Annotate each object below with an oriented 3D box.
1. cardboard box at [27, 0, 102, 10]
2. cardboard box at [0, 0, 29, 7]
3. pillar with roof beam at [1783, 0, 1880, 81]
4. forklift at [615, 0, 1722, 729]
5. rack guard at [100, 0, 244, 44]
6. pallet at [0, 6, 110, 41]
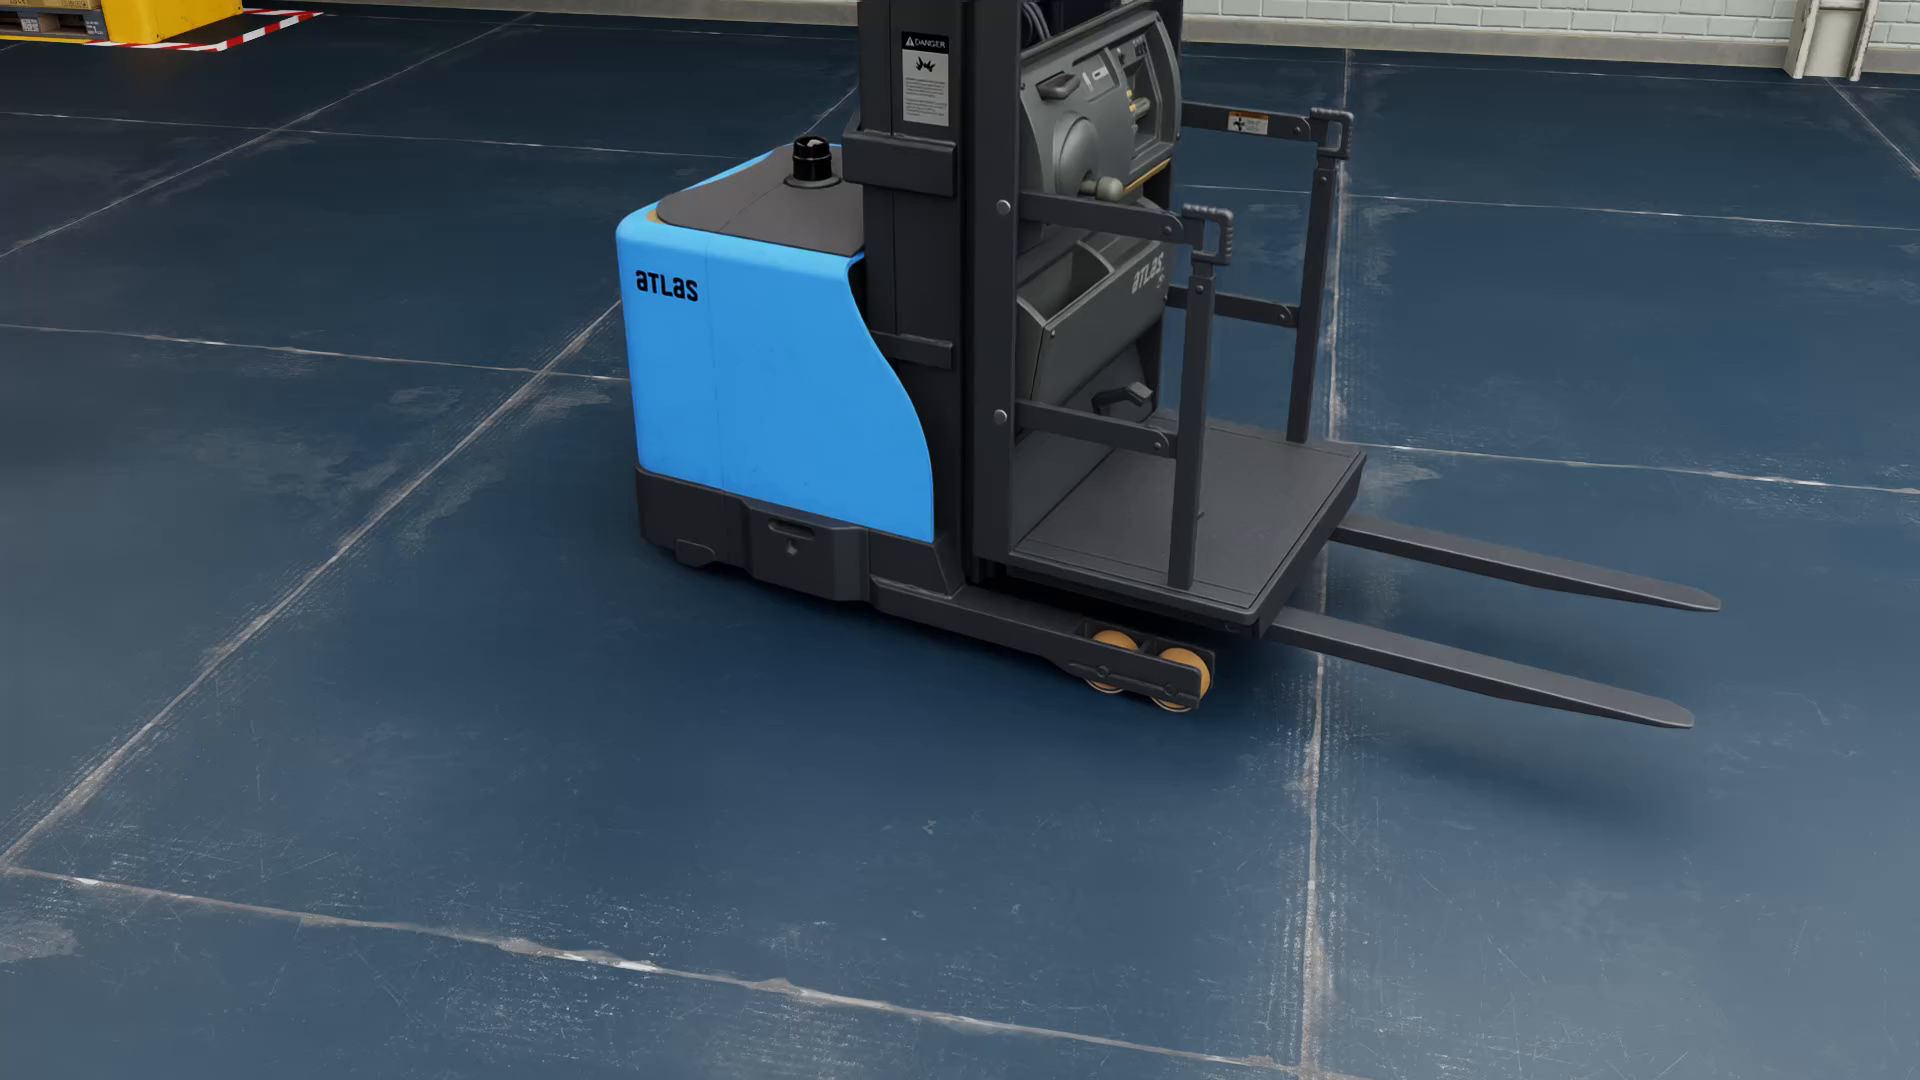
[{"bbox_3d":[-6.205,-3.917,11.707,0.500,0.250,0.500,6,29,11],"label":"cardboard box"},{"bbox_3d":[-6.689,-3.971,11.807,0.500,0.250,0.500,6,29,11],"label":"cardboard box"},{"bbox_3d":[4.664,-4.940,4.902,0.400,9.000,9.100,6,29,11],"label":"pillar with roof beam"},{"bbox_3d":[0.559,-1.120,4.244,3.031,2.935,1.130,14,32,24],"label":"forklift"},{"bbox_3d":[-5.656,-3.941,11.929,0.348,0.500,1.175,6,29,11],"label":"rack guard"},{"bbox_3d":[-6.436,-3.874,12.107,1.213,0.211,1.003,6,29,11],"label":"pallet"}]
